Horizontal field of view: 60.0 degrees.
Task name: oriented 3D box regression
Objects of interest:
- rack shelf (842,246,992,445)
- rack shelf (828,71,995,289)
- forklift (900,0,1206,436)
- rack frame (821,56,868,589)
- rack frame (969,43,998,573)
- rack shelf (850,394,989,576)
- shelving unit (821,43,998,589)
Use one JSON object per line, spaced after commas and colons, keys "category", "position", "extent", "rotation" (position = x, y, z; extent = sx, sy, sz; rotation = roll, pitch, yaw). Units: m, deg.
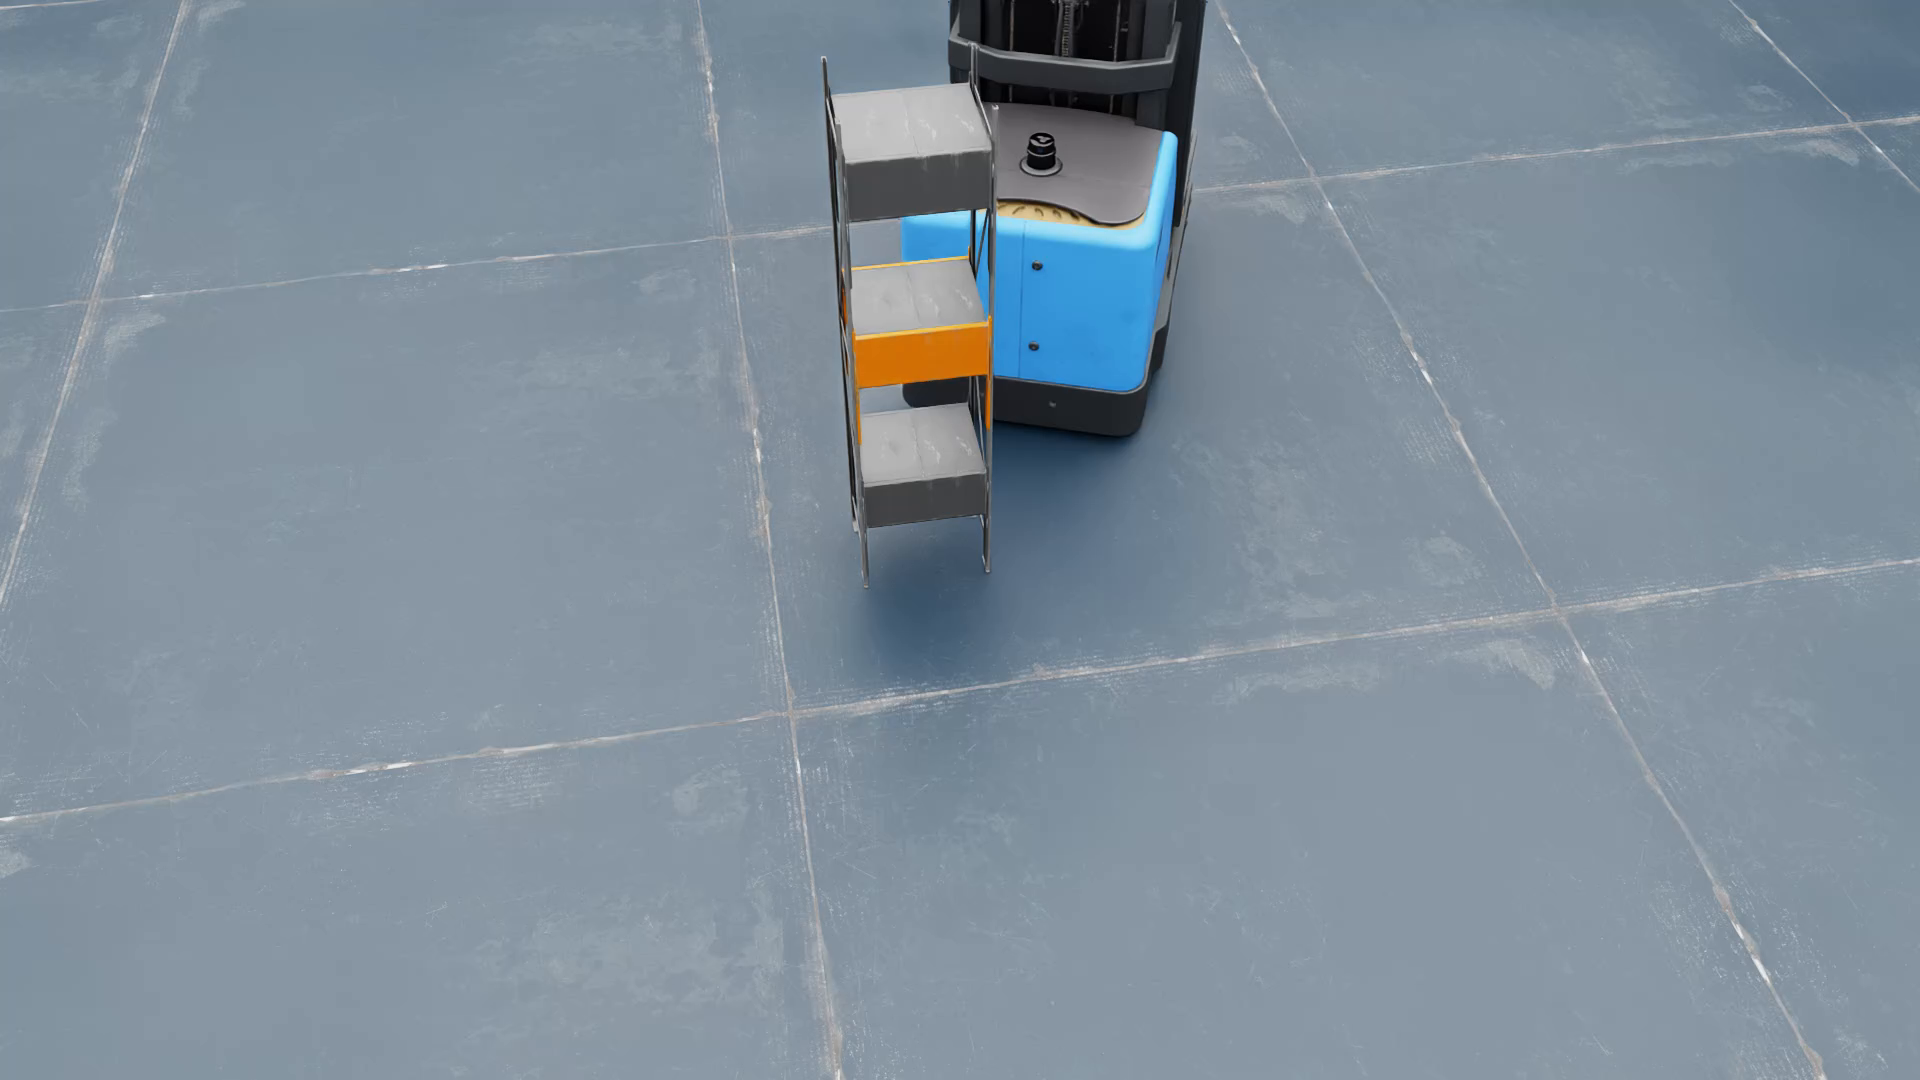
{"category": "rack shelf", "position": [-0.163, -0.699, 5.984], "extent": [0.480, 0.518, 0.431], "rotation": [-7, 46, -7]}
{"category": "rack shelf", "position": [-0.163, -1.184, 5.480], "extent": [0.480, 0.518, 0.431], "rotation": [-7, 46, -7]}
{"category": "forklift", "position": [0.547, -2.538, 7.160], "extent": [1.130, 2.935, 3.031], "rotation": [8, 47, 8]}
{"category": "rack frame", "position": [-0.404, -0.678, 5.945], "extent": [0.015, 2.100, 0.400], "rotation": [-7, 46, -7]}
{"category": "rack frame", "position": [0.077, -0.738, 6.003], "extent": [0.015, 2.100, 0.400], "rotation": [-7, 46, -7]}
{"category": "rack shelf", "position": [-0.163, -0.213, 6.488], "extent": [0.480, 0.518, 0.431], "rotation": [-7, 46, -7]}
{"category": "shelving unit", "position": [-0.163, -0.708, 5.974], "extent": [0.503, 2.100, 0.431], "rotation": [-7, 46, -7]}
